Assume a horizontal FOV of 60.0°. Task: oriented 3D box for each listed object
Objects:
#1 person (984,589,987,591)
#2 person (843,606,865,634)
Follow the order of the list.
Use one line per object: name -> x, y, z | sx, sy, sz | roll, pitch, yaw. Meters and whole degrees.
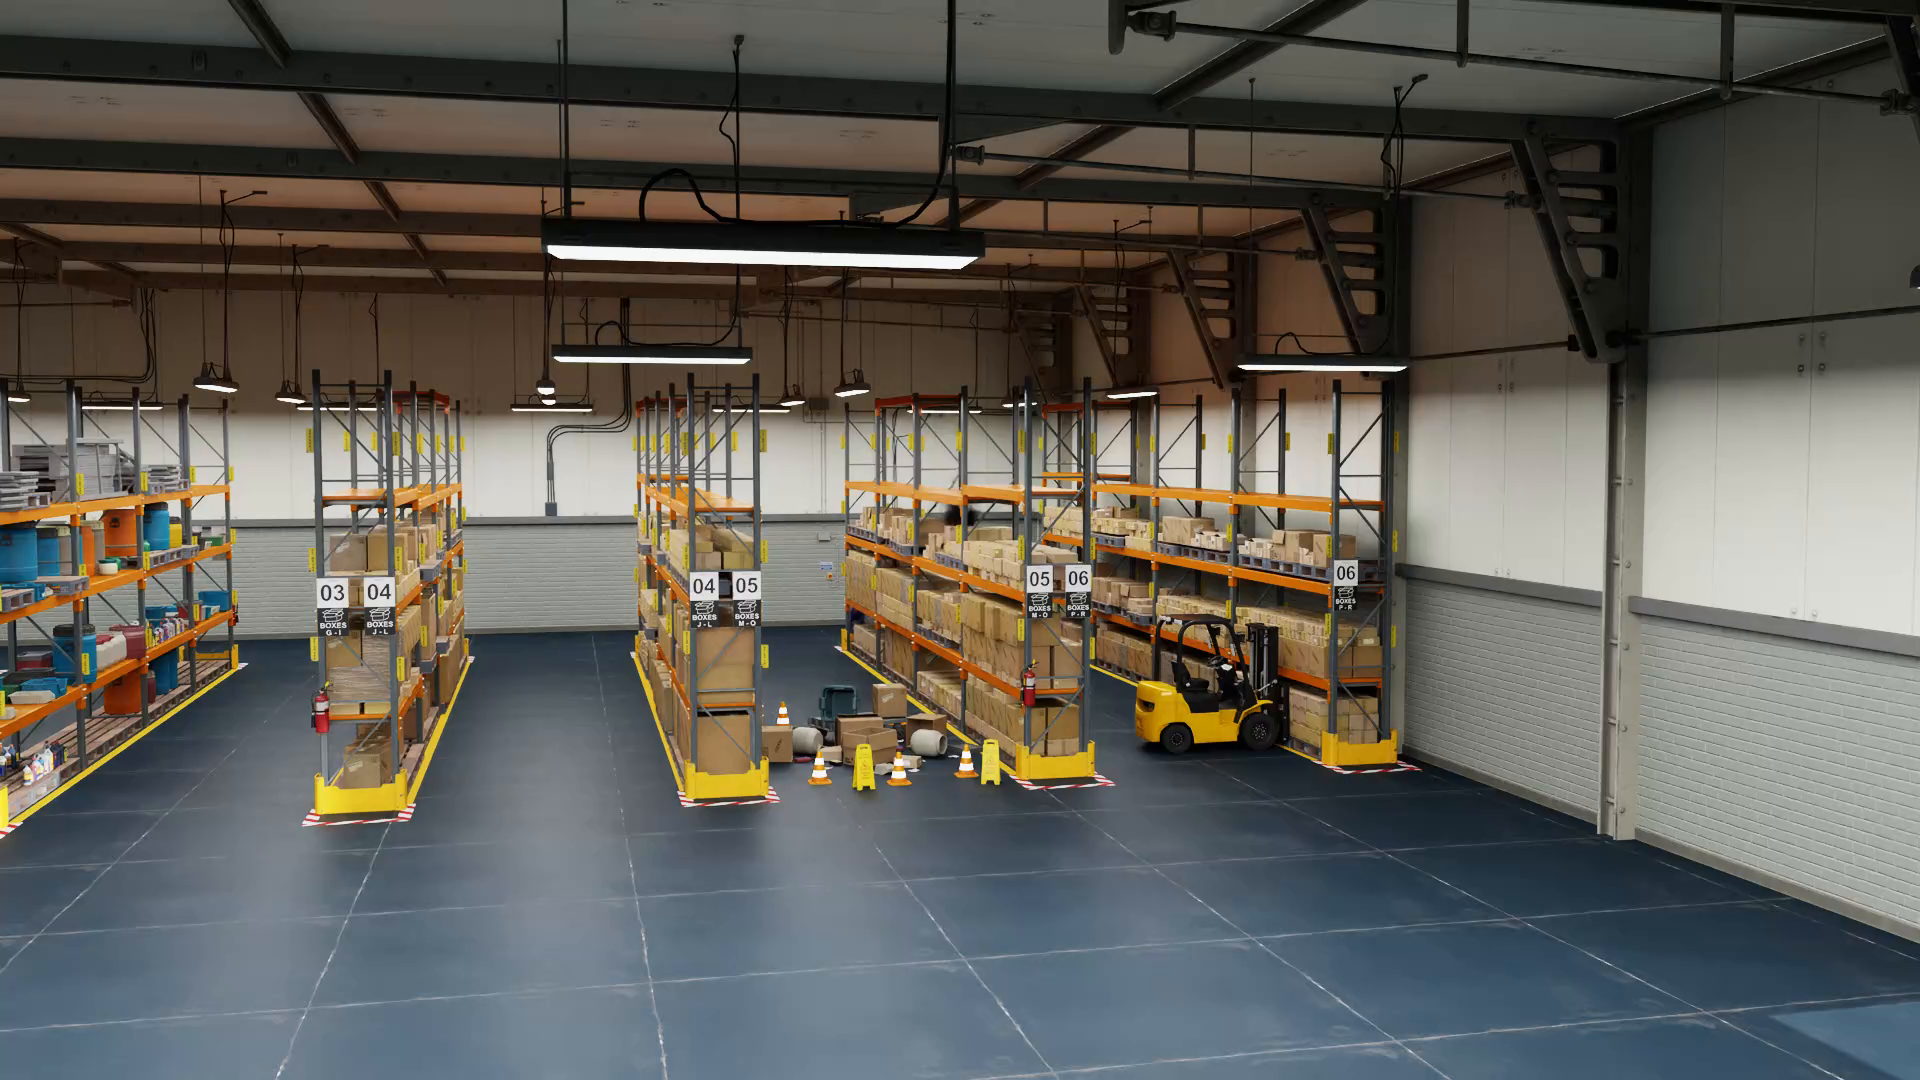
person -> 0.513, 1.969, 37.212 | 0.678, 1.821, 0.738 | -1, 4, -22
person -> -2.615, 1.794, 41.726 | 0.784, 1.675, 0.697 | 0, 3, 8
